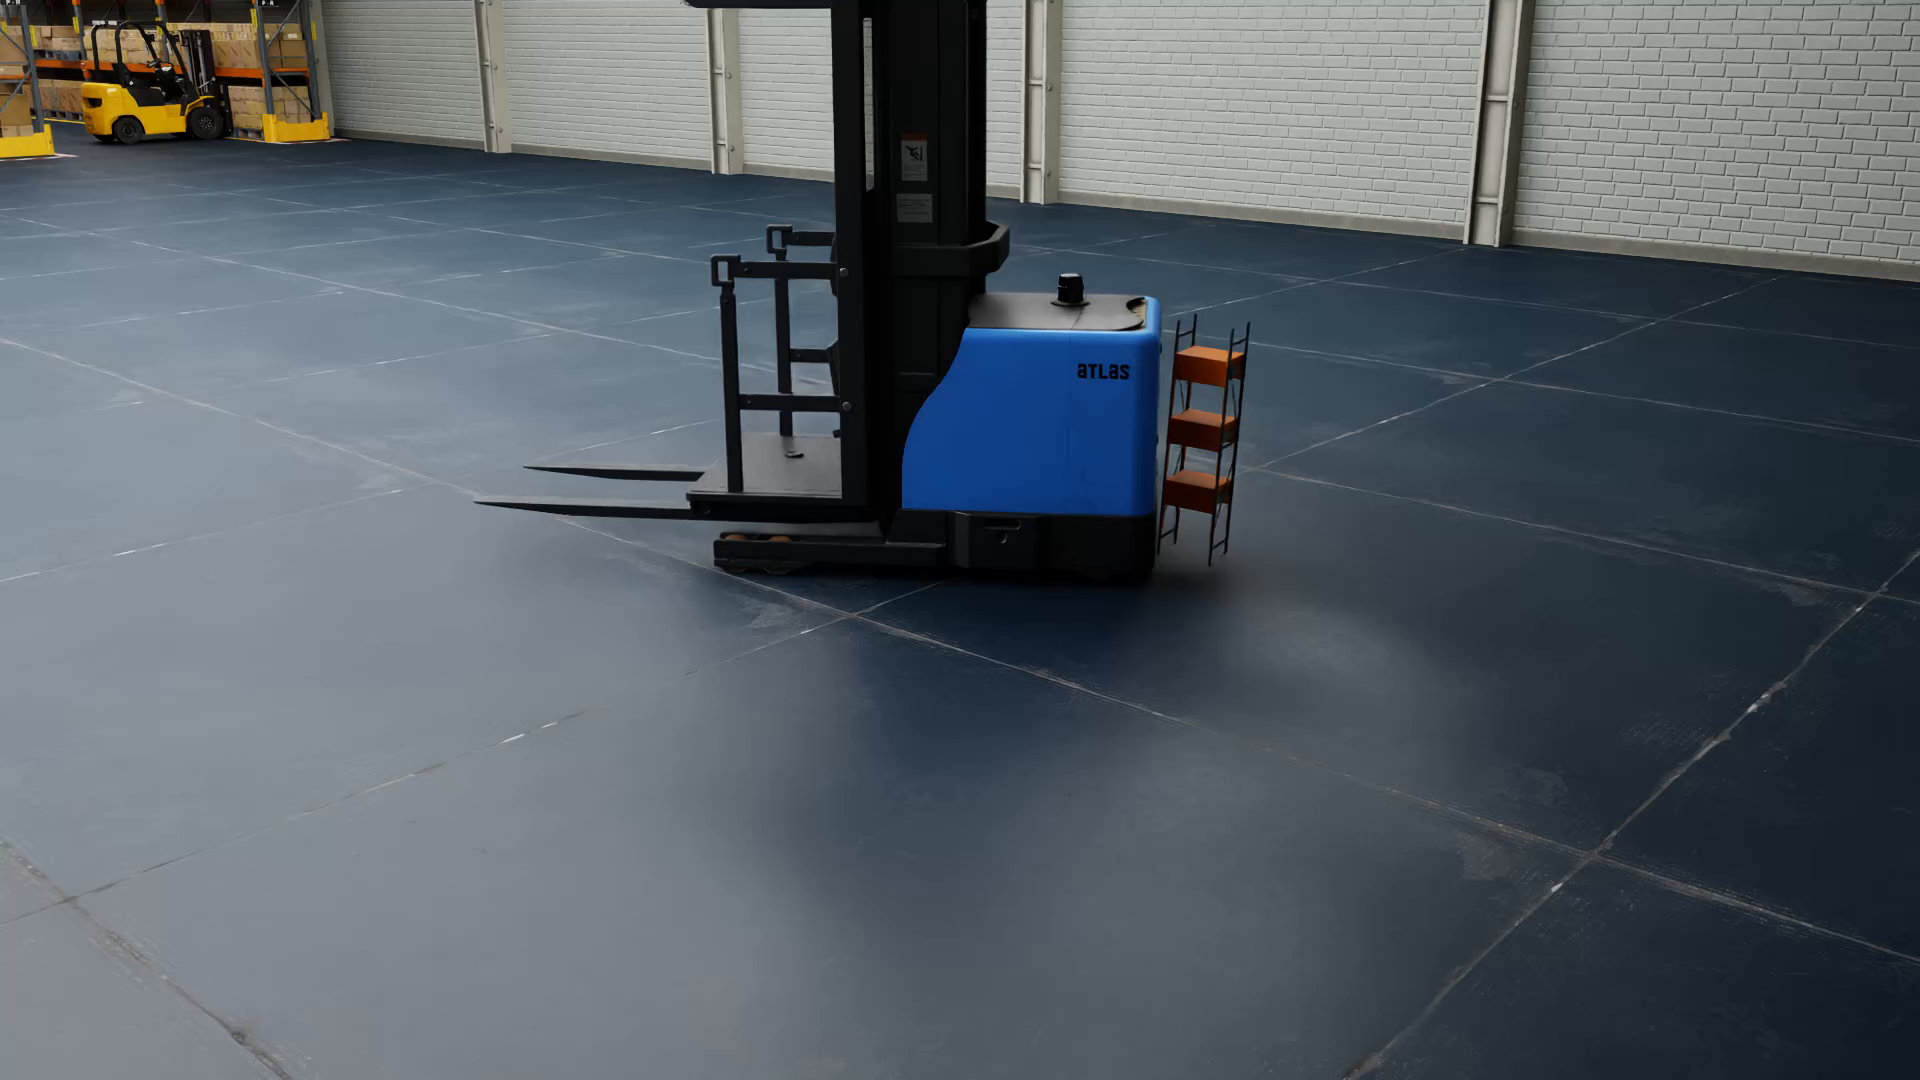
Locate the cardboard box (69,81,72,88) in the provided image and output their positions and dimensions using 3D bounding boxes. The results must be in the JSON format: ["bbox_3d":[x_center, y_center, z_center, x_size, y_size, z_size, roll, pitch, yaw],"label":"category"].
[{"bbox_3d":[-19.444,-10.070,36.750,0.250,0.149,0.380,14,22,37],"label":"cardboard box"}]

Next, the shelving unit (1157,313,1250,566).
[{"bbox_3d":[1.054,-0.433,7.221,0.252,1.050,0.215,13,22,28],"label":"shelving unit"}]

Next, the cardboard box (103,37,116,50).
[{"bbox_3d":[-17.591,-10.412,34.884,0.500,0.250,0.500,14,23,38],"label":"cardboard box"}]

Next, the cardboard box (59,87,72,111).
[{"bbox_3d":[-19.733,-9.852,37.135,0.500,0.500,0.500,16,24,42],"label":"cardboard box"}]

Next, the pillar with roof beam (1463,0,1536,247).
[{"bbox_3d":[2.640,-6.404,12.914,0.400,9.000,9.100,15,23,39],"label":"pillar with roof beam"}]

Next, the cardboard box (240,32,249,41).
[{"bbox_3d":[-13.186,-9.401,31.039,0.250,0.149,0.380,16,23,40],"label":"cardboard box"}]

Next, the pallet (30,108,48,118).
[{"bbox_3d":[-20.872,-9.919,38.518,1.213,0.211,1.003,15,23,39],"label":"pallet"}]

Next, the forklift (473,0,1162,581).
[{"bbox_3d":[-0.633,-1.402,7.184,3.031,2.935,1.130,2,18,6],"label":"forklift"}]

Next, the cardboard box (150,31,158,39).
[{"bbox_3d":[-16.130,-10.220,33.617,0.250,0.149,0.380,15,23,38],"label":"cardboard box"}]

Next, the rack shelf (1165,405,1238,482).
[{"bbox_3d":[1.053,-0.423,7.224,0.240,0.259,0.215,13,22,28],"label":"rack shelf"}]

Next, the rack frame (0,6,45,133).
[{"bbox_3d":[-15.822,-7.870,27.451,0.127,3.000,1.000,15,23,39],"label":"rack frame"}]

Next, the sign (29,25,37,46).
[{"bbox_3d":[-15.462,-8.405,27.707,0.005,0.325,0.100,15,23,39],"label":"sign"}]

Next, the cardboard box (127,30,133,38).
[{"bbox_3d":[-16.900,-10.422,34.254,0.250,0.149,0.380,15,23,40],"label":"cardboard box"}]

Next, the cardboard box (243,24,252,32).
[{"bbox_3d":[-13.143,-9.559,31.044,0.250,0.149,0.380,15,23,39],"label":"cardboard box"}]

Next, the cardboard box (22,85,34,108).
[{"bbox_3d":[-21.293,-10.264,38.432,0.500,0.500,0.500,16,24,42],"label":"cardboard box"}]

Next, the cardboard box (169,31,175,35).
[{"bbox_3d":[-15.458,-10.030,33.020,0.250,0.149,0.380,15,23,38],"label":"cardboard box"}]

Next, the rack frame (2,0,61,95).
[{"bbox_3d":[-21.506,-11.403,38.584,0.127,3.000,1.000,15,23,39],"label":"rack frame"}]

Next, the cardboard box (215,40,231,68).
[{"bbox_3d":[-13.838,-9.290,31.759,0.500,0.500,0.500,14,23,38],"label":"cardboard box"}]

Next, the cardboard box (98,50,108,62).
[{"bbox_3d":[-17.971,-10.282,35.299,0.500,0.250,0.500,14,23,38],"label":"cardboard box"}]

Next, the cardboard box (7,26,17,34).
[{"bbox_3d":[-21.292,-11.503,38.040,0.500,0.500,0.700,16,23,41],"label":"cardboard box"}]

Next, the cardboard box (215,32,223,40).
[{"bbox_3d":[-13.951,-9.609,31.692,0.250,0.149,0.380,15,23,40],"label":"cardboard box"}]

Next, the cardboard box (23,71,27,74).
[{"bbox_3d":[-21.374,-10.744,38.382,0.250,0.149,0.380,15,23,38],"label":"cardboard box"}]

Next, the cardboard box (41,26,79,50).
[{"bbox_3d":[-19.857,-11.135,36.875,0.637,0.503,0.797,14,23,38],"label":"cardboard box"}]

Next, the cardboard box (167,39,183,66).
[{"bbox_3d":[-15.363,-9.696,33.040,0.500,0.500,0.500,14,22,38],"label":"cardboard box"}]

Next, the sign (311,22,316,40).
[{"bbox_3d":[-12.157,-9.568,31.241,0.005,0.325,0.100,15,23,39],"label":"sign"}]

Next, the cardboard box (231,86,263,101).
[{"bbox_3d":[-13.468,-8.483,31.581,0.500,0.250,0.500,16,23,40],"label":"cardboard box"}]

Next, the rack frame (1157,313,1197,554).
[{"bbox_3d":[0.949,-0.458,7.279,0.008,1.050,0.200,13,22,28],"label":"rack frame"}]

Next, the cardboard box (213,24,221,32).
[{"bbox_3d":[-13.959,-9.750,31.646,0.250,0.149,0.380,16,23,40],"label":"cardboard box"}]

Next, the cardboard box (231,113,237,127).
[{"bbox_3d":[-13.825,-8.111,32.060,0.500,0.250,0.500,15,23,40],"label":"cardboard box"}]

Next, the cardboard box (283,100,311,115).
[{"bbox_3d":[-12.744,-8.263,31.714,0.500,0.250,0.500,16,23,40],"label":"cardboard box"}]

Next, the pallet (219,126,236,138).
[{"bbox_3d":[-14.038,-8.054,32.639,1.213,0.211,1.003,15,23,39],"label":"pallet"}]

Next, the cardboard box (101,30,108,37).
[{"bbox_3d":[-17.857,-10.677,35.059,0.250,0.149,0.380,15,23,40],"label":"cardboard box"}]

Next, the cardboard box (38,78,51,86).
[{"bbox_3d":[-20.956,-10.502,38.109,0.250,0.149,0.380,14,22,36],"label":"cardboard box"}]

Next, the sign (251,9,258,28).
[{"bbox_3d":[-12.901,-9.538,30.403,0.005,0.325,0.100,15,23,39],"label":"sign"}]

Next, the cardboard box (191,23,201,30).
[{"bbox_3d":[-14.692,-9.962,32.314,0.250,0.149,0.380,15,23,38],"label":"cardboard box"}]

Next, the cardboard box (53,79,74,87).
[{"bbox_3d":[-20.174,-10.293,37.452,0.250,0.149,0.380,15,23,39],"label":"cardboard box"}]

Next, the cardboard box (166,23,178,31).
[{"bbox_3d":[-15.481,-10.164,32.951,0.250,0.149,0.380,16,23,40],"label":"cardboard box"}]

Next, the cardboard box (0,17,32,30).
[{"bbox_3d":[-22.443,-12.190,39.580,0.500,0.500,0.500,14,23,38],"label":"cardboard box"}]

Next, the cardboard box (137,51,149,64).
[{"bbox_3d":[-16.452,-9.867,33.991,0.500,0.250,0.500,15,23,39],"label":"cardboard box"}]

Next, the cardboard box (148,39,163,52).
[{"bbox_3d":[-16.059,-10.004,33.598,0.500,0.250,0.500,14,23,38],"label":"cardboard box"}]

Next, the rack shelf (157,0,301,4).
[{"bbox_3d":[-14.026,-10.482,31.912,4.000,0.370,1.077,15,23,39],"label":"rack shelf"}]

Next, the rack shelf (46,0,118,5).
[{"bbox_3d":[-20.010,-12.088,36.973,4.000,0.370,1.077,15,23,39],"label":"rack shelf"}]
